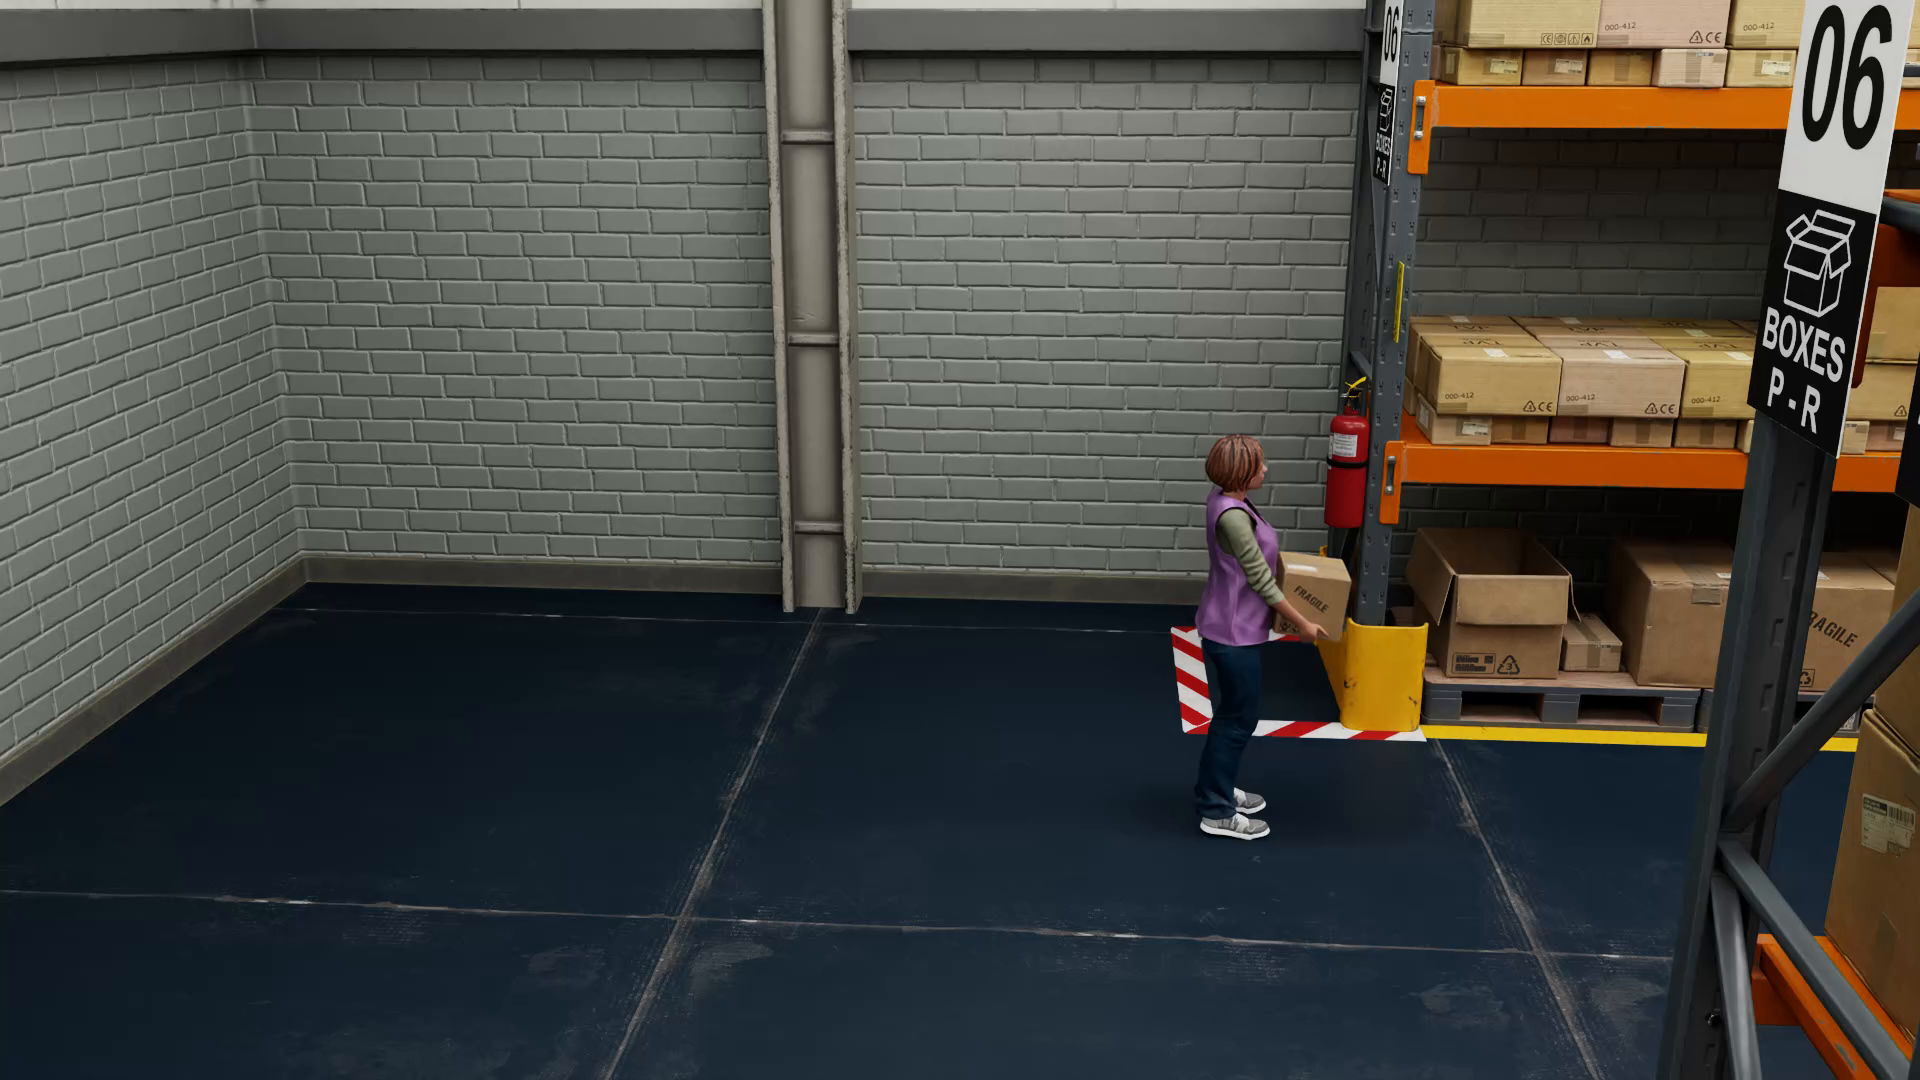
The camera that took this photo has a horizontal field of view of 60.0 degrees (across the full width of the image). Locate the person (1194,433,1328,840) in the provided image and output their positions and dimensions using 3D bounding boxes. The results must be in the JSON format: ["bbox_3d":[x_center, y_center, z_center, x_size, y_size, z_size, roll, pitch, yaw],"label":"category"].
[{"bbox_3d":[1.153,0.370,6.424,0.490,1.596,0.404,1,18,5],"label":"person"}]
